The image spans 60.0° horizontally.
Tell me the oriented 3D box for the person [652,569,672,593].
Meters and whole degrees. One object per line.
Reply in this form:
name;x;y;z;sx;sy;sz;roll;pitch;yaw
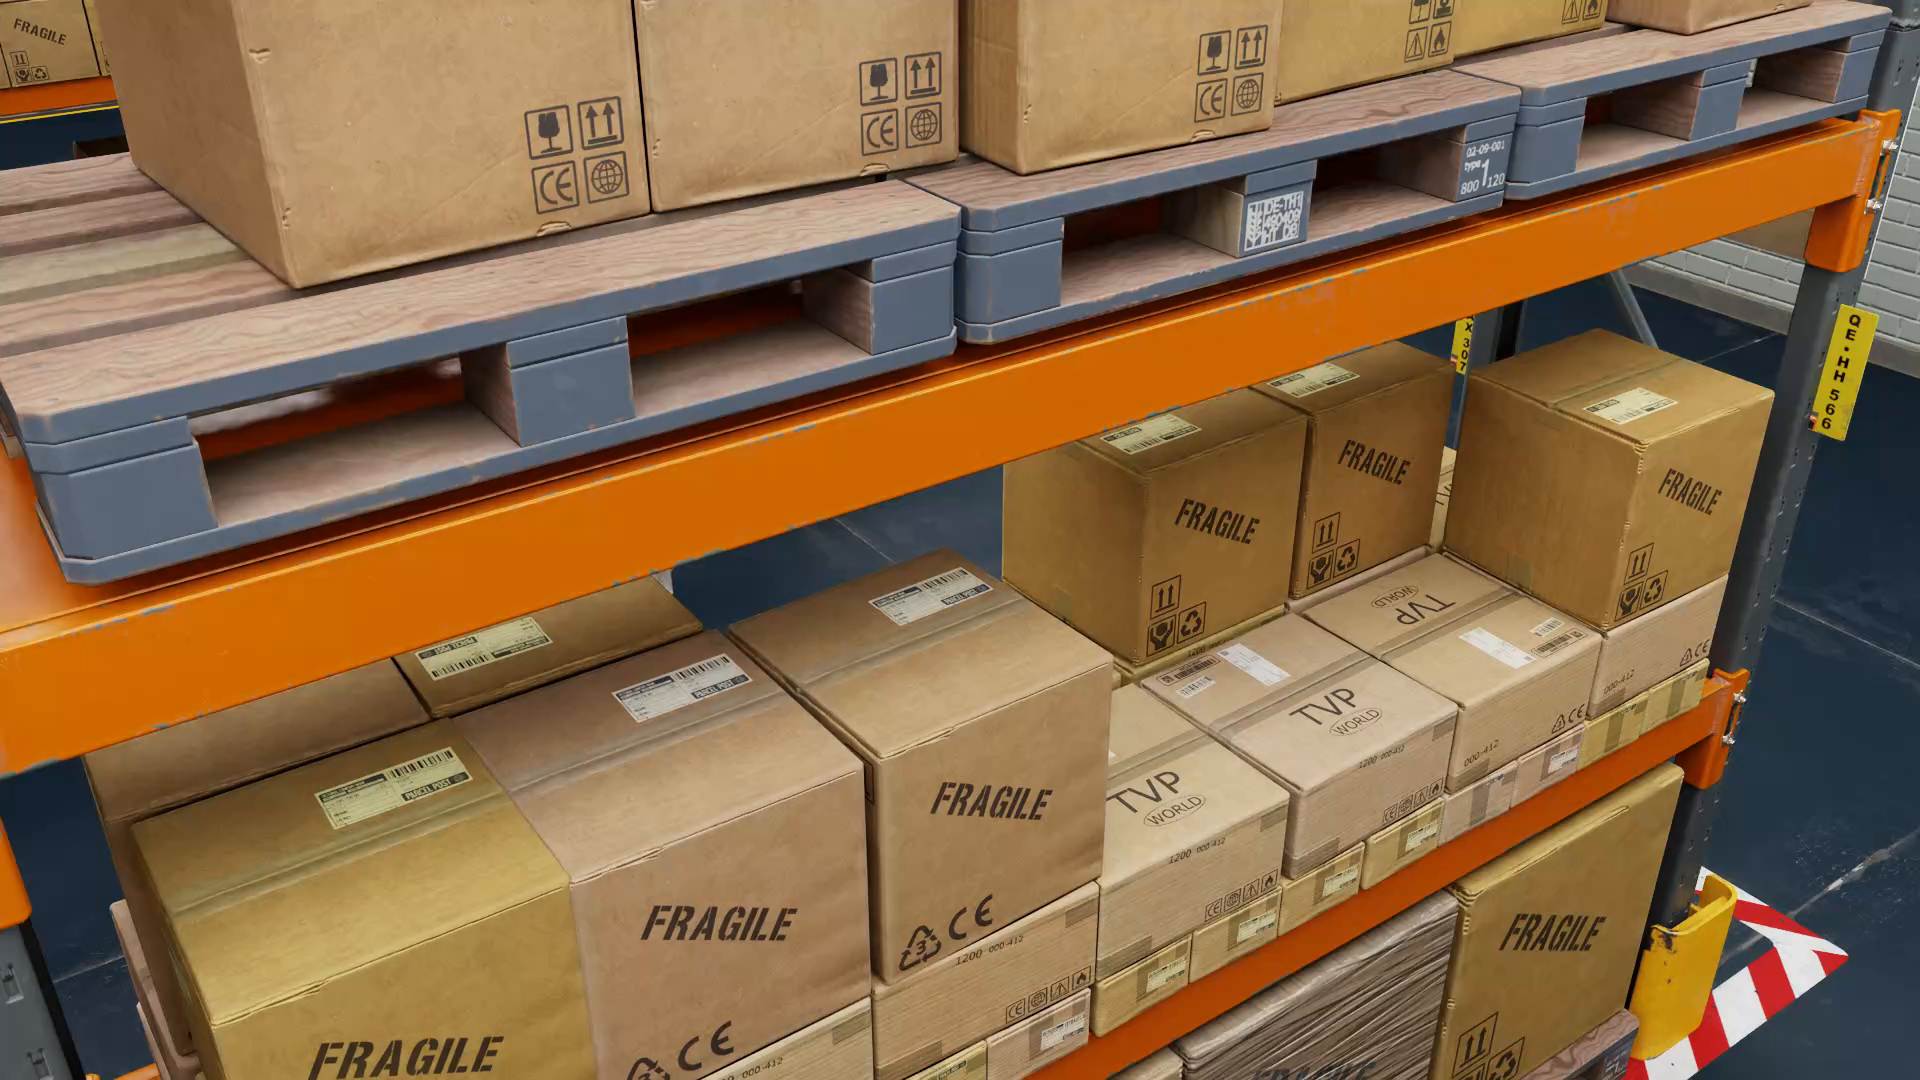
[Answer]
person;-1.197;0.212;5.735;0.377;1.663;0.539;-20;34;-32
